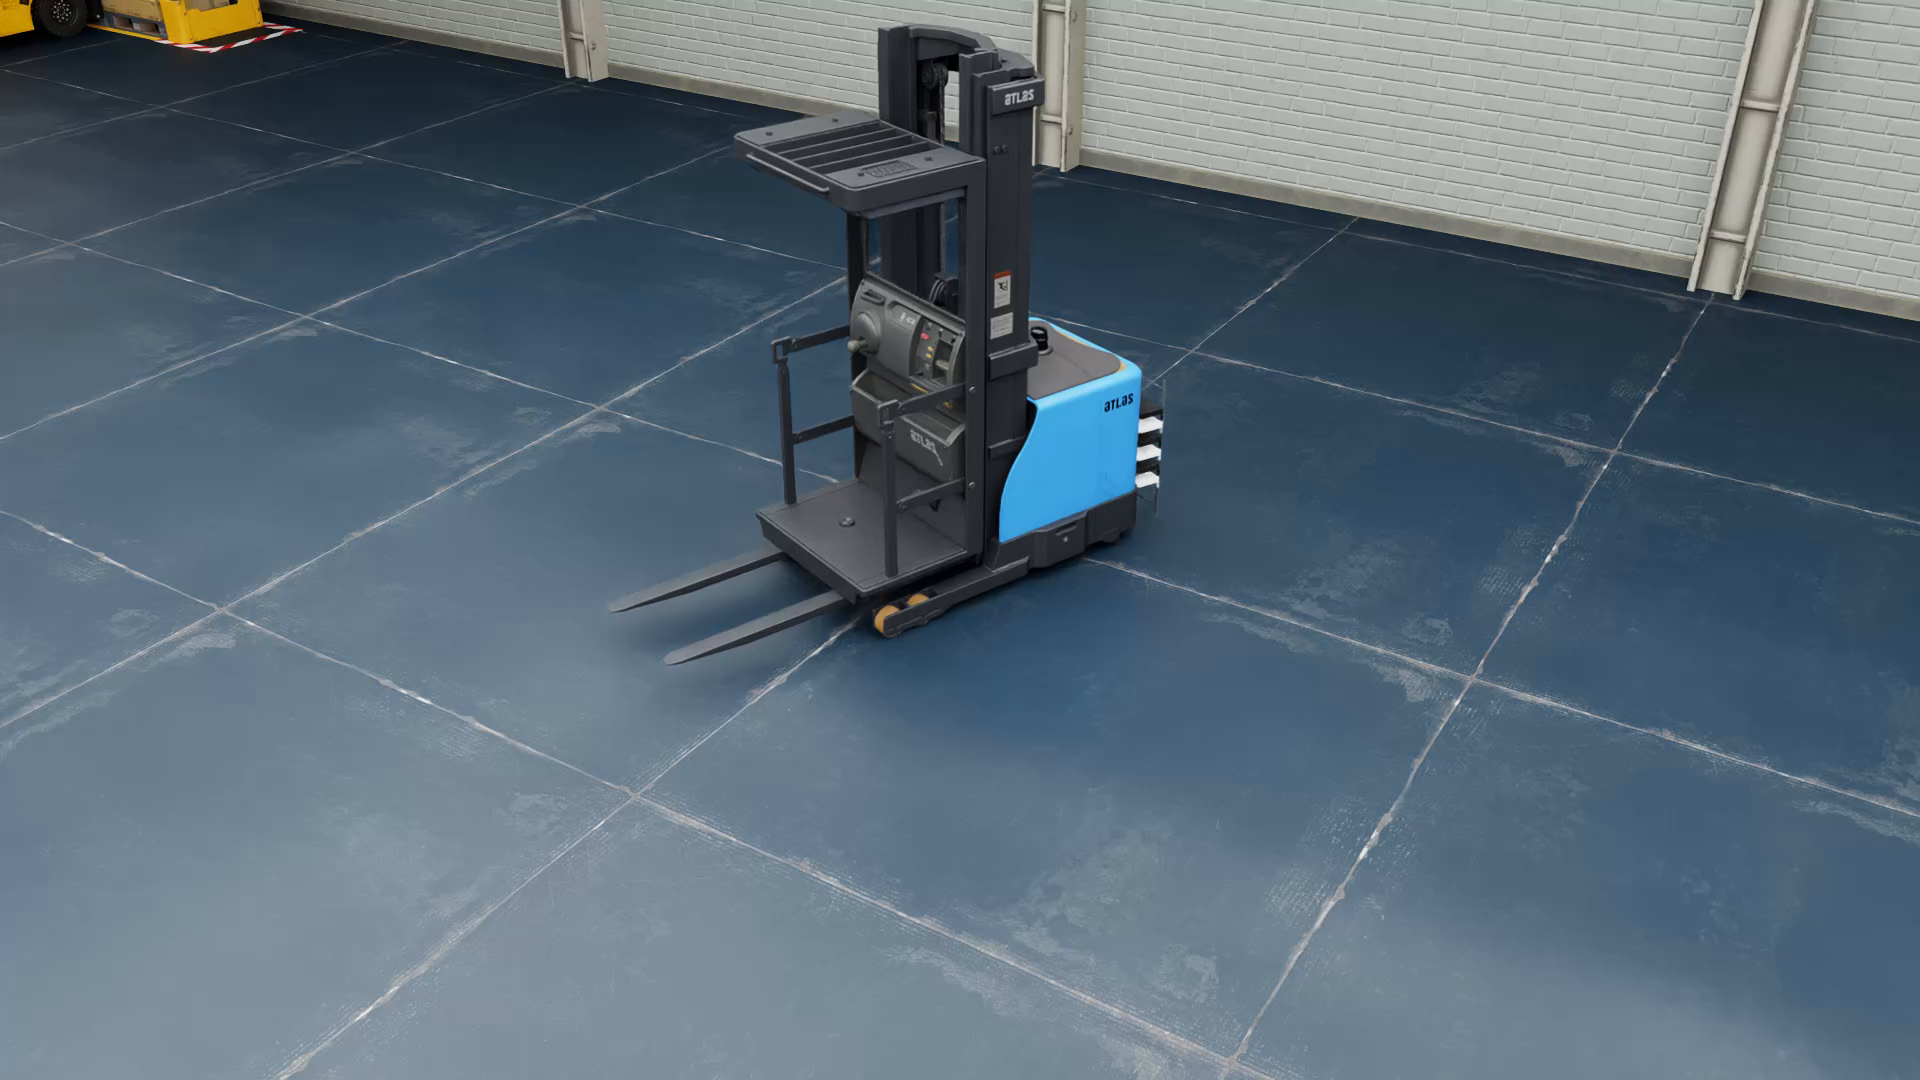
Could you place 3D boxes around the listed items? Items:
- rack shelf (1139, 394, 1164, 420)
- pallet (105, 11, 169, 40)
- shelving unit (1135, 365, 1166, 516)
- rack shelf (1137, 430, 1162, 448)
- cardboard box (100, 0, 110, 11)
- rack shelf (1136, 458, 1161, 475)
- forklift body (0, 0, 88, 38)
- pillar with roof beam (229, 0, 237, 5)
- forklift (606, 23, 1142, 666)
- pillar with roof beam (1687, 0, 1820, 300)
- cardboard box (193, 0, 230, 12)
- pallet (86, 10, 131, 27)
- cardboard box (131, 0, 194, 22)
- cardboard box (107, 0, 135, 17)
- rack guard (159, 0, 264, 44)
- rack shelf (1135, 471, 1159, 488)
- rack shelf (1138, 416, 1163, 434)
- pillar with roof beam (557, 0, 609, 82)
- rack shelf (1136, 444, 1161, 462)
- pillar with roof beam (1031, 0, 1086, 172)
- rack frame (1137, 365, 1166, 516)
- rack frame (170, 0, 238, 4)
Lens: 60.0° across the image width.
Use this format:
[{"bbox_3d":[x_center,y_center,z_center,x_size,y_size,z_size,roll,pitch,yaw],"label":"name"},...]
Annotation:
[{"bbox_3d":[1.032,-0.761,9.691,0.200,0.077,0.258,-17,34,-26],"label":"rack shelf"},{"bbox_3d":[-9.817,-6.515,20.709,1.213,0.211,1.003,18,35,27],"label":"pallet"},{"bbox_3d":[1.032,-0.556,9.810,0.210,0.900,0.258,-17,34,-26],"label":"shelving unit"},{"bbox_3d":[1.032,-0.605,9.782,0.200,0.077,0.258,-17,34,-26],"label":"rack shelf"},{"bbox_3d":[-10.548,-6.793,20.729,0.500,0.250,0.500,18,35,28],"label":"cardboard box"},{"bbox_3d":[1.032,-0.450,9.872,0.200,0.077,0.258,-17,34,-26],"label":"rack shelf"},{"bbox_3d":[-11.723,-6.896,19.435,1.214,2.155,2.313,18,35,27],"label":"forklift body"},{"bbox_3d":[-11.546,-8.858,16.003,0.400,9.000,9.100,18,35,27],"label":"pillar with roof beam"},{"bbox_3d":[-0.448,-1.049,8.640,3.031,2.935,1.130,-21,36,-32],"label":"forklift"},{"bbox_3d":[3.700,-4.036,7.738,0.400,9.000,9.100,18,35,27],"label":"pillar with roof beam"},{"bbox_3d":[-9.459,-6.742,20.641,0.500,0.250,0.500,18,35,28],"label":"cardboard box"},{"bbox_3d":[-10.846,-6.843,21.270,1.213,0.211,1.003,18,35,27],"label":"pallet"},{"bbox_3d":[-9.713,-6.518,20.257,0.500,0.250,0.500,18,35,28],"label":"cardboard box"},{"bbox_3d":[-10.129,-6.655,20.492,0.500,0.250,0.500,18,35,27],"label":"cardboard box"},{"bbox_3d":[-9.126,-6.447,20.304,0.348,0.500,1.175,18,35,27],"label":"rack guard"},{"bbox_3d":[1.032,-0.372,9.918,0.200,0.077,0.258,-17,34,-26],"label":"rack shelf"},{"bbox_3d":[1.032,-0.683,9.736,0.200,0.077,0.258,-17,34,-26],"label":"rack shelf"},{"bbox_3d":[-6.464,-7.251,13.248,0.400,9.000,9.100,18,35,27],"label":"pillar with roof beam"},{"bbox_3d":[1.032,-0.527,9.827,0.200,0.077,0.258,-17,34,-26],"label":"rack shelf"},{"bbox_3d":[-1.382,-5.643,10.493,0.400,9.000,9.100,18,35,27],"label":"pillar with roof beam"},{"bbox_3d":[1.119,-0.582,9.855,0.006,0.900,0.240,-17,34,-26],"label":"rack frame"},{"bbox_3d":[-9.147,-7.533,19.686,0.127,3.000,1.000,18,35,27],"label":"rack frame"}]
